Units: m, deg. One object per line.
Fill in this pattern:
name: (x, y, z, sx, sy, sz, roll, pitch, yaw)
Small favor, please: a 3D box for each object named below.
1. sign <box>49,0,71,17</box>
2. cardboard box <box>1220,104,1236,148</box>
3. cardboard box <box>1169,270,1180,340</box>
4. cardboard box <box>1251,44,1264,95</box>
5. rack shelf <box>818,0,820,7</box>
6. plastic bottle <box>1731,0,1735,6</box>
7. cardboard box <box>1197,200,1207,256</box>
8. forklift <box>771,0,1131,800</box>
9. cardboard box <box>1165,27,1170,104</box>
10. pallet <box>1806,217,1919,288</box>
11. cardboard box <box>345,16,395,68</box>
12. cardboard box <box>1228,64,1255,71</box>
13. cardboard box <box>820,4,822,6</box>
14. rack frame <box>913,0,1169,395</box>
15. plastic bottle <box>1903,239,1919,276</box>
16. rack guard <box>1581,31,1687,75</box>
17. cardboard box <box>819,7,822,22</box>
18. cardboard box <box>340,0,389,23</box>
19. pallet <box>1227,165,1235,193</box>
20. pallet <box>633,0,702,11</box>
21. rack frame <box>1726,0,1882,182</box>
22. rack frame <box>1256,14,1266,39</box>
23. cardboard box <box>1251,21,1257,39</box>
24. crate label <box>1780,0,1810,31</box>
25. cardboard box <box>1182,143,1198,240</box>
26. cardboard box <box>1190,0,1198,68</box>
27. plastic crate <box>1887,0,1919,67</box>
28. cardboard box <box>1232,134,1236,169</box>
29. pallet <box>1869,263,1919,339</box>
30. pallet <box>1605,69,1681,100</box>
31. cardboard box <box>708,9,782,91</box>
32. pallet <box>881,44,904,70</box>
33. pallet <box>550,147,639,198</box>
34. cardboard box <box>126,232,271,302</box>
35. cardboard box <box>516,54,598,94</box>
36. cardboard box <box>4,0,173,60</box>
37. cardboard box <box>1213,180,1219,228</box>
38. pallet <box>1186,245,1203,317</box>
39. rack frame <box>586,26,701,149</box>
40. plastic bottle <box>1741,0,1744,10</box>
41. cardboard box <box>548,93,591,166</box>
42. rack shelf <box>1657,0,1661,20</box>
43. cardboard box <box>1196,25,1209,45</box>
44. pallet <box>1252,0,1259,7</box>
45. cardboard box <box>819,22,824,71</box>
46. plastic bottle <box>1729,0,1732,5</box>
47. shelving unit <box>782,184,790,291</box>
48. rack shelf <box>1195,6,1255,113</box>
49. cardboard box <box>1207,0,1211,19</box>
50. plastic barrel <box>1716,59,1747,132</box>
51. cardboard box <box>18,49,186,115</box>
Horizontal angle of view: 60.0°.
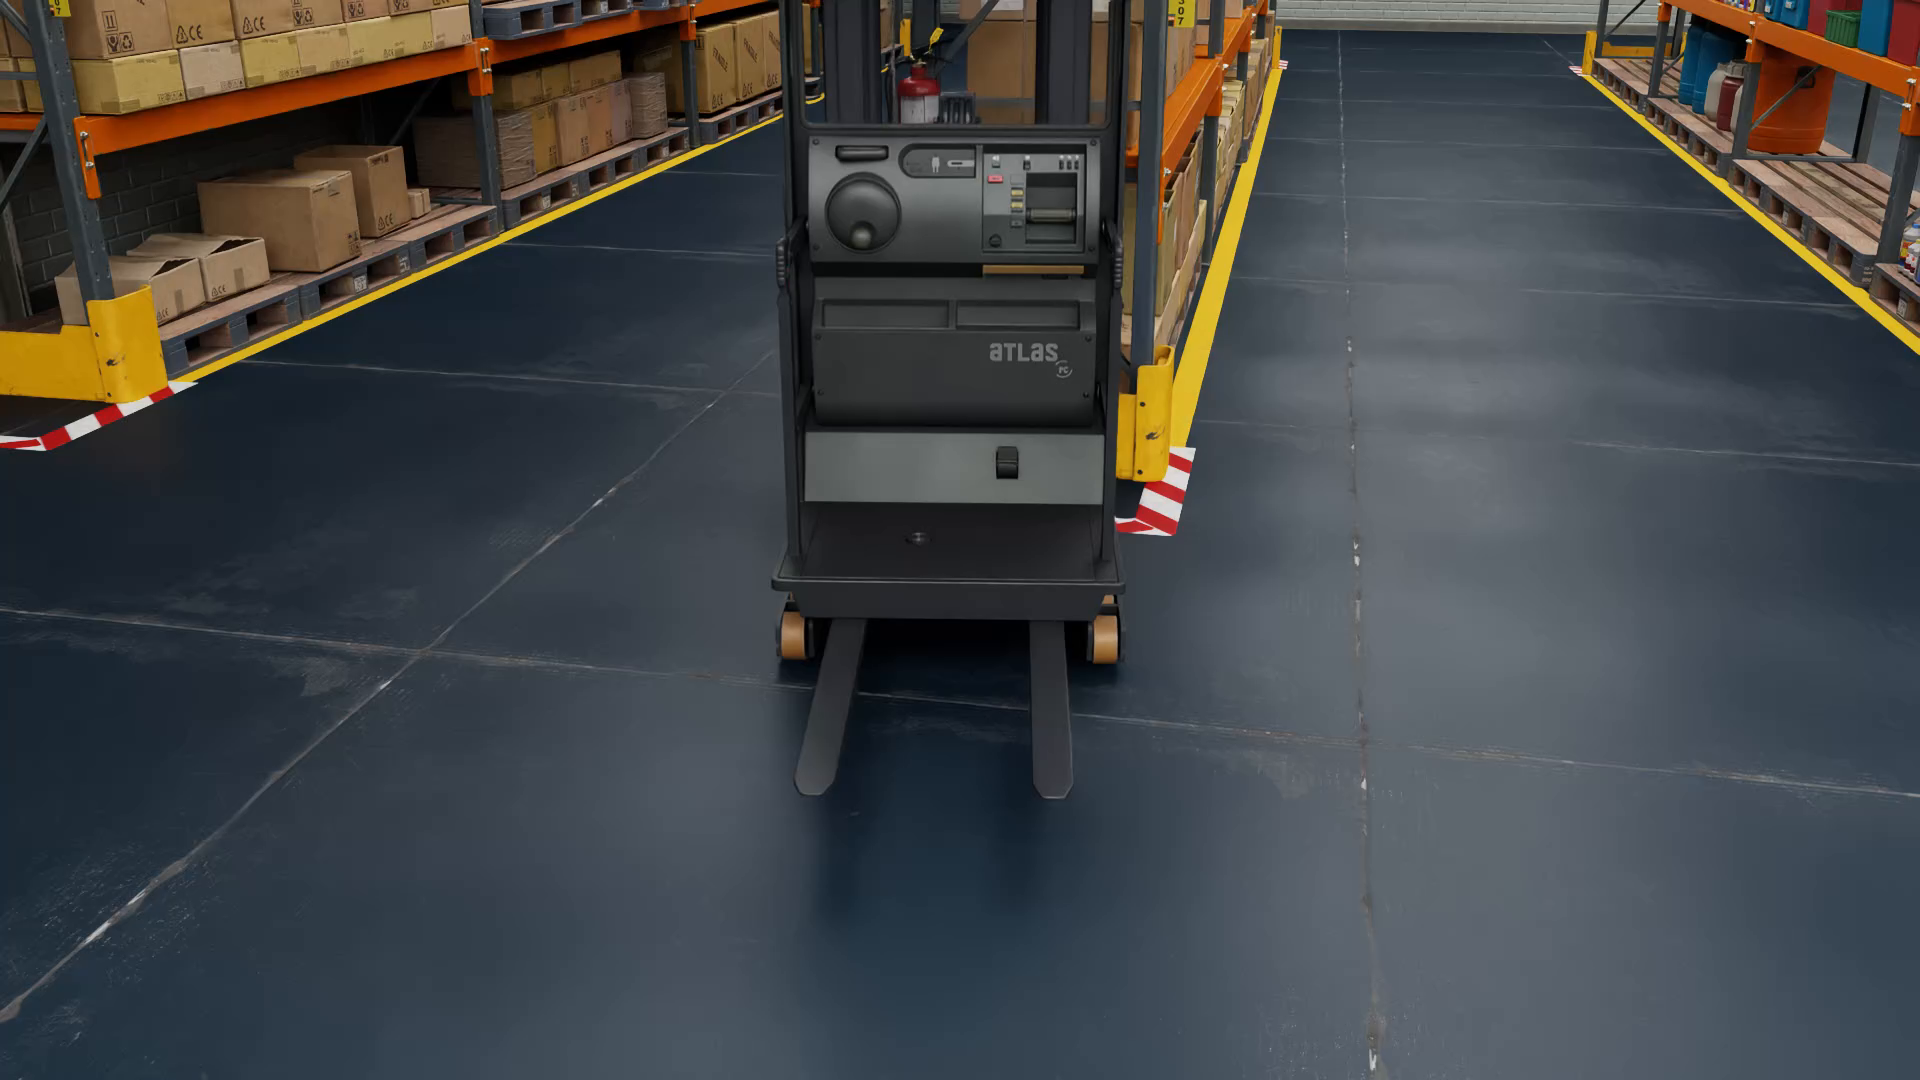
sign: (-4.005, -2.482, 7.343, 0.100, 0.325, 0.005, 4, 22, 11)
cardboard box: (1.771, -3.082, 12.360, 0.500, 0.311, 0.500, 5, 22, 12)
cardboard box: (0.843, -1.210, 8.461, 0.500, 0.250, 0.500, 4, 22, 11)
cardboard box: (2.834, -4.796, 17.005, 0.500, 0.500, 0.500, 5, 22, 11)
rack shelf: (-1.679, -6.908, 20.454, 1.077, 0.370, 4.000, 4, 22, 11)
plastic bottle: (6.628, -4.681, 14.133, 0.097, 0.271, 0.097, 0, 22, 0)
cardboard box: (1.250, -1.942, 10.278, 0.500, 0.250, 0.500, 4, 22, 11)
forklift: (-0.023, -1.077, 5.104, 1.130, 2.935, 3.031, 1, 22, 2)
cardboard box: (0.632, -2.335, 8.003, 0.700, 0.500, 0.500, 5, 22, 11)
pallet: (6.101, -1.826, 10.605, 1.003, 0.211, 1.213, 4, 22, 11)
cardboard box: (-3.717, -2.961, 9.865, 0.500, 0.250, 0.500, 4, 22, 11)
cardboard box: (2.421, -4.052, 15.158, 0.500, 0.500, 0.500, 4, 22, 9)
cardboard box: (-1.847, -6.456, 20.284, 0.380, 0.149, 0.250, 5, 22, 11)
rack frame: (0.314, -1.746, 6.673, 1.000, 3.000, 0.127, 4, 22, 11)
plastic bottle: (5.464, -1.615, 9.506, 0.097, 0.201, 0.097, 0, 22, 0)
rack guard: (8.420, -6.068, 20.752, 1.175, 0.500, 0.348, 4, 22, 11)
cardboard box: (-1.586, -6.224, 19.707, 0.380, 0.149, 0.250, 5, 23, 13)
cardboard box: (-3.723, -3.309, 9.726, 0.500, 0.500, 0.500, 4, 22, 9)
pallet: (1.741, -3.080, 13.718, 1.003, 0.211, 1.213, 4, 22, 11)
pallet: (-2.945, -4.690, 14.240, 1.213, 0.211, 1.003, 4, 22, 11)
rack frame: (6.795, -4.292, 12.996, 1.000, 3.000, 0.127, 4, 22, 11)
rack frame: (2.763, -6.134, 17.570, 1.000, 3.000, 0.127, 4, 22, 11)
cardboard box: (3.141, -5.868, 19.661, 0.797, 0.503, 0.637, 4, 22, 11)
crate label: (6.328, -3.966, 12.139, 0.502, 0.435, 0.616, 4, 22, 11)
cardboard box: (1.038, -1.924, 9.231, 0.500, 0.500, 0.500, 4, 22, 11)
cardboard box: (1.046, -3.092, 9.882, 0.700, 0.500, 0.500, 4, 22, 10)
plastic crate: (5.778, -3.060, 9.850, 0.402, 0.464, 0.583, 4, 22, 11)
cardboard box: (1.871, -3.007, 12.924, 0.500, 0.250, 0.500, 5, 22, 12)
pallet: (5.801, -1.294, 9.283, 1.003, 0.211, 1.213, 4, 22, 11)
pallet: (7.970, -5.181, 18.936, 1.003, 0.211, 1.213, 4, 22, 11)
cardboard box: (-2.271, -5.135, 17.404, 0.750, 0.750, 0.750, 5, 23, 13)
pallet: (-1.358, -6.381, 21.916, 1.003, 0.211, 1.213, 4, 22, 11)
pallet: (-3.315, -3.024, 13.579, 1.003, 0.211, 1.213, 4, 22, 11)
cardboard box: (-4.190, -1.533, 9.156, 0.500, 0.311, 0.500, 6, 23, 15)
cardboard box: (-3.277, -3.781, 13.479, 0.500, 0.250, 0.500, 4, 22, 11)
cardboard box: (-4.144, -2.561, 7.868, 0.500, 0.500, 0.500, 4, 22, 11)
cardboard box: (1.455, -2.256, 11.060, 0.500, 0.250, 0.500, 4, 22, 10)
pallet: (0.927, -1.627, 10.112, 1.003, 0.211, 1.213, 4, 22, 11)
rack frame: (-2.903, -5.048, 14.871, 1.000, 3.000, 0.127, 4, 22, 11)
plastic bottle: (6.549, -4.506, 13.792, 0.097, 0.201, 0.097, 0, 22, 0)
cardboard box: (-3.386, -3.276, 13.230, 0.700, 0.500, 0.500, 5, 22, 12)
rack shelf: (8.020, -6.153, 18.579, 1.077, 0.370, 4.000, 4, 22, 11)
cardboard box: (1.512, -3.400, 11.118, 0.380, 0.149, 0.250, 4, 22, 11)
pallet: (2.016, -4.836, 14.602, 1.213, 0.211, 1.003, 4, 22, 11)
cardboard box: (-1.834, -5.811, 19.552, 0.700, 0.500, 0.500, 5, 22, 12)
plastic bottle: (6.648, -4.684, 14.234, 0.097, 0.201, 0.097, 0, 22, 0)
shelving unit: (-0.571, -0.862, 6.885, 0.258, 1.200, 0.189, -8, 24, -20)
rack shelf: (1.539, -3.606, 12.255, 1.077, 0.370, 4.000, 4, 22, 11)
cardboard box: (1.620, -4.103, 12.392, 0.500, 0.500, 0.500, 3, 22, 8)
plastic barrel: (7.109, -3.962, 14.841, 0.600, 0.588, 0.708, 4, 22, 11)
cardboard box: (-4.125, -2.216, 8.014, 0.500, 0.250, 0.500, 4, 22, 9)
